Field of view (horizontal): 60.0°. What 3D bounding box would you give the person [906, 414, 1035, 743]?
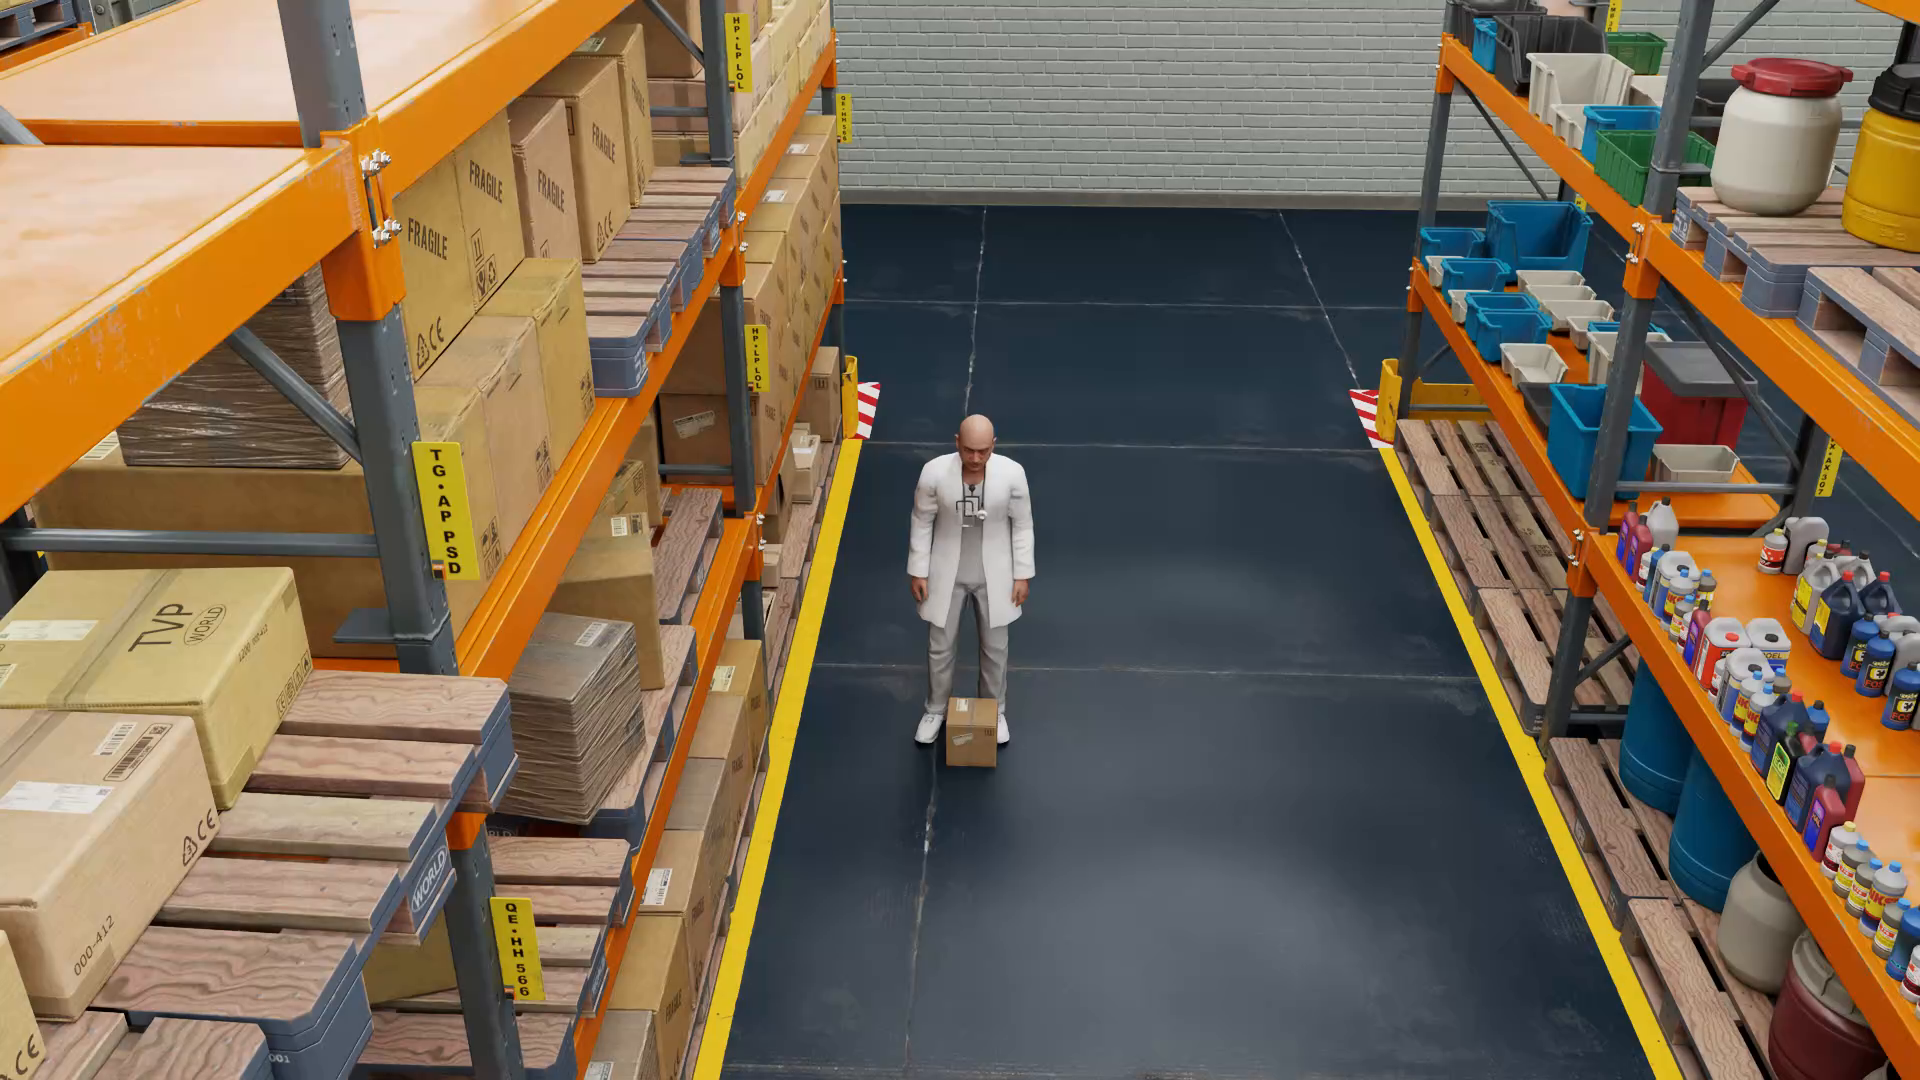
[{"bbox_3d":[0.053,0.183,8.288,0.640,1.773,0.424,0,28,1],"label":"person"}]
